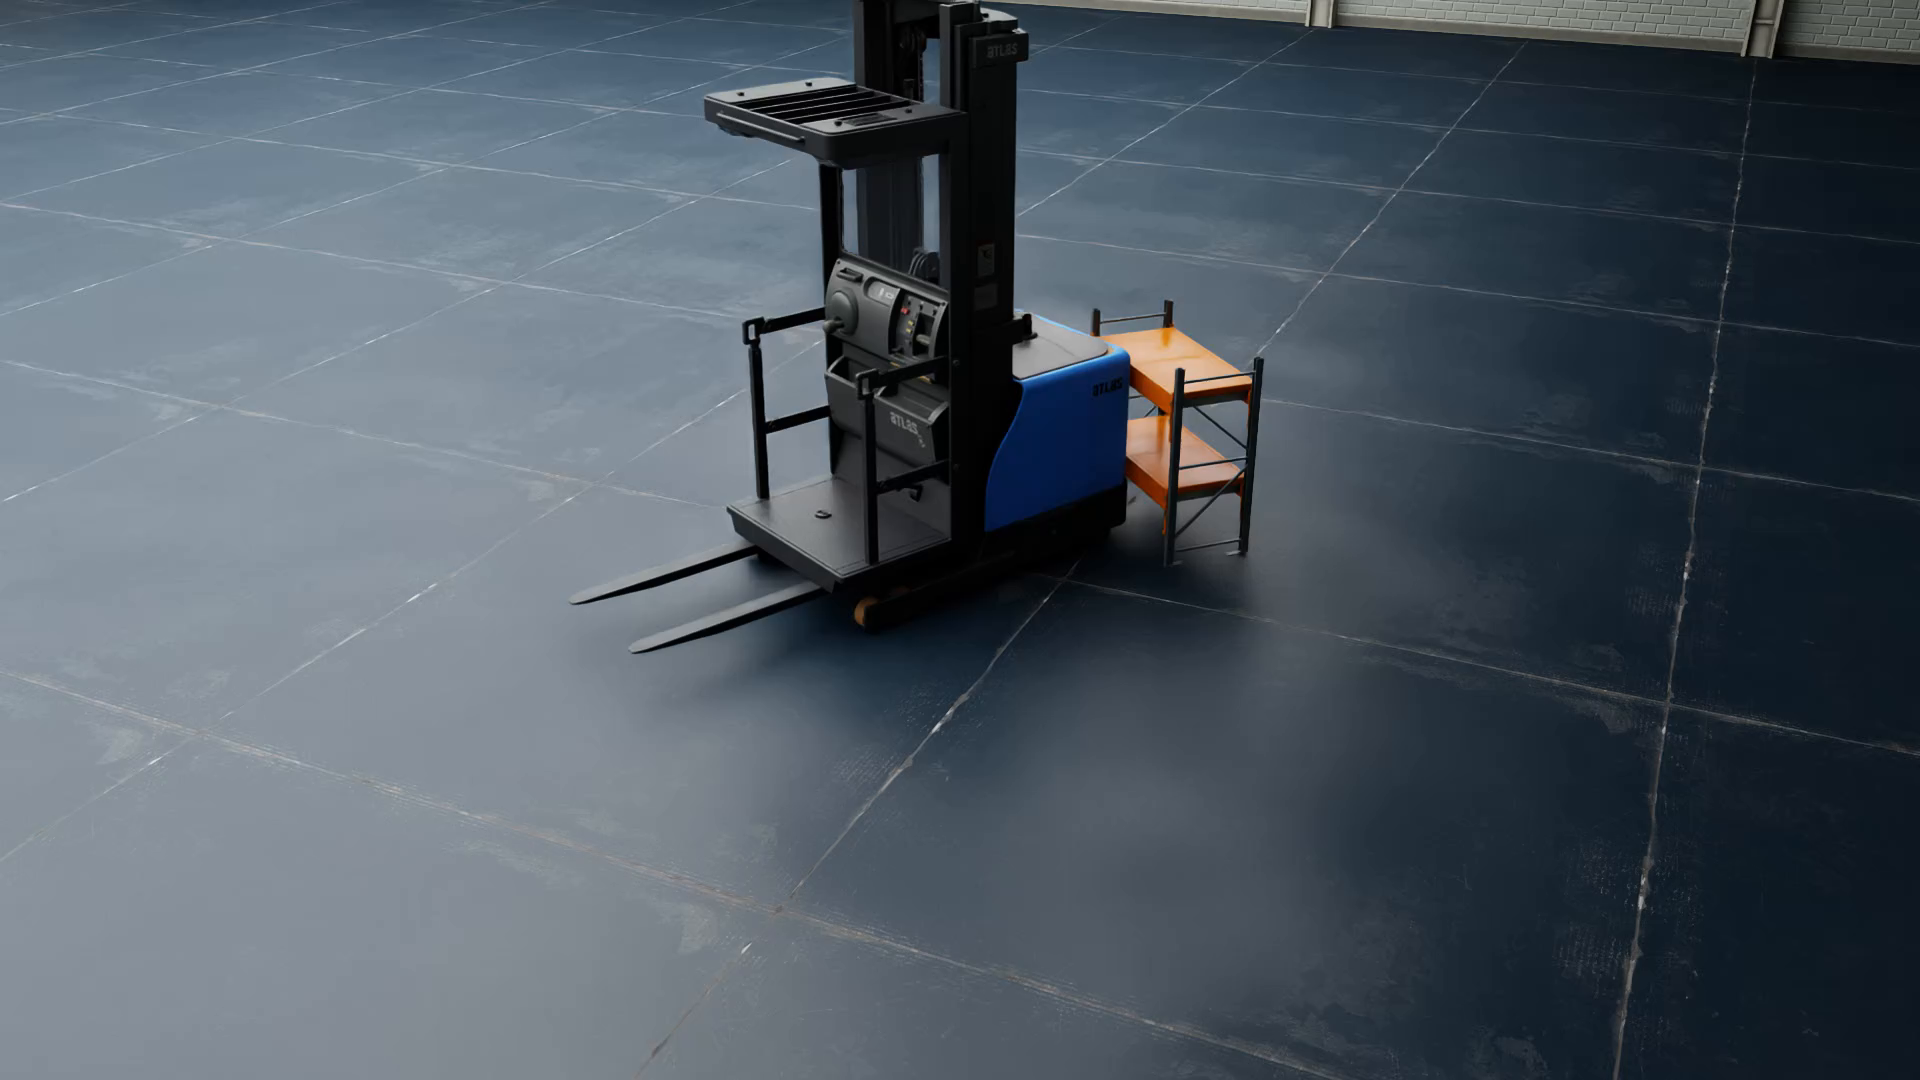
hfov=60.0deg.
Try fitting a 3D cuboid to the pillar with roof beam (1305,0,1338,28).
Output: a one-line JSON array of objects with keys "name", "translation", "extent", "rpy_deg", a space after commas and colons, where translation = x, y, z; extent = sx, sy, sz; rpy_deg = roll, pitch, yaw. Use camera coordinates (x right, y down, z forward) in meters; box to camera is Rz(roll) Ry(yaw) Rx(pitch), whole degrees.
[{"name": "pillar with roof beam", "translation": [3.618, -10.010, 19.394], "extent": [0.400, 9.000, 9.100], "rpy_deg": [11, 28, 22]}]

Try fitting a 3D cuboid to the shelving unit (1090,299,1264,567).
[{"name": "shelving unit", "translation": [1.157, -0.614, 9.224], "extent": [0.538, 1.125, 1.048], "rpy_deg": [-9, 28, -19]}]

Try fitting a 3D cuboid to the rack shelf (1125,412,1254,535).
[{"name": "rack shelf", "translation": [1.157, -0.395, 9.332], "extent": [0.538, 0.278, 1.000], "rpy_deg": [-9, 28, -19]}]

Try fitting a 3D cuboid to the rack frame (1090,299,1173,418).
[{"name": "rack frame", "translation": [0.977, -0.824, 9.651], "extent": [0.500, 1.125, 0.032], "rpy_deg": [-9, 28, -19]}]

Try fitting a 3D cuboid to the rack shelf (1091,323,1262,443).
[{"name": "rack shelf", "translation": [1.157, -0.877, 9.095], "extent": [0.538, 0.278, 1.000], "rpy_deg": [-9, 28, -19]}]

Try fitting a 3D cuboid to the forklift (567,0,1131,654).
[{"name": "forklift", "translation": [-0.537, -1.125, 8.217], "extent": [3.031, 2.935, 1.130], "rpy_deg": [-19, 32, -34]}]

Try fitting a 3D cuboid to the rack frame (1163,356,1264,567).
[{"name": "rack frame", "translation": [1.336, -0.404, 8.798], "extent": [0.500, 1.125, 0.032], "rpy_deg": [-9, 28, -19]}]

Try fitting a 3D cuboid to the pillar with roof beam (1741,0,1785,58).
[{"name": "pillar with roof beam", "translation": [9.079, -8.913, 17.166], "extent": [0.400, 9.000, 9.100], "rpy_deg": [11, 28, 22]}]
